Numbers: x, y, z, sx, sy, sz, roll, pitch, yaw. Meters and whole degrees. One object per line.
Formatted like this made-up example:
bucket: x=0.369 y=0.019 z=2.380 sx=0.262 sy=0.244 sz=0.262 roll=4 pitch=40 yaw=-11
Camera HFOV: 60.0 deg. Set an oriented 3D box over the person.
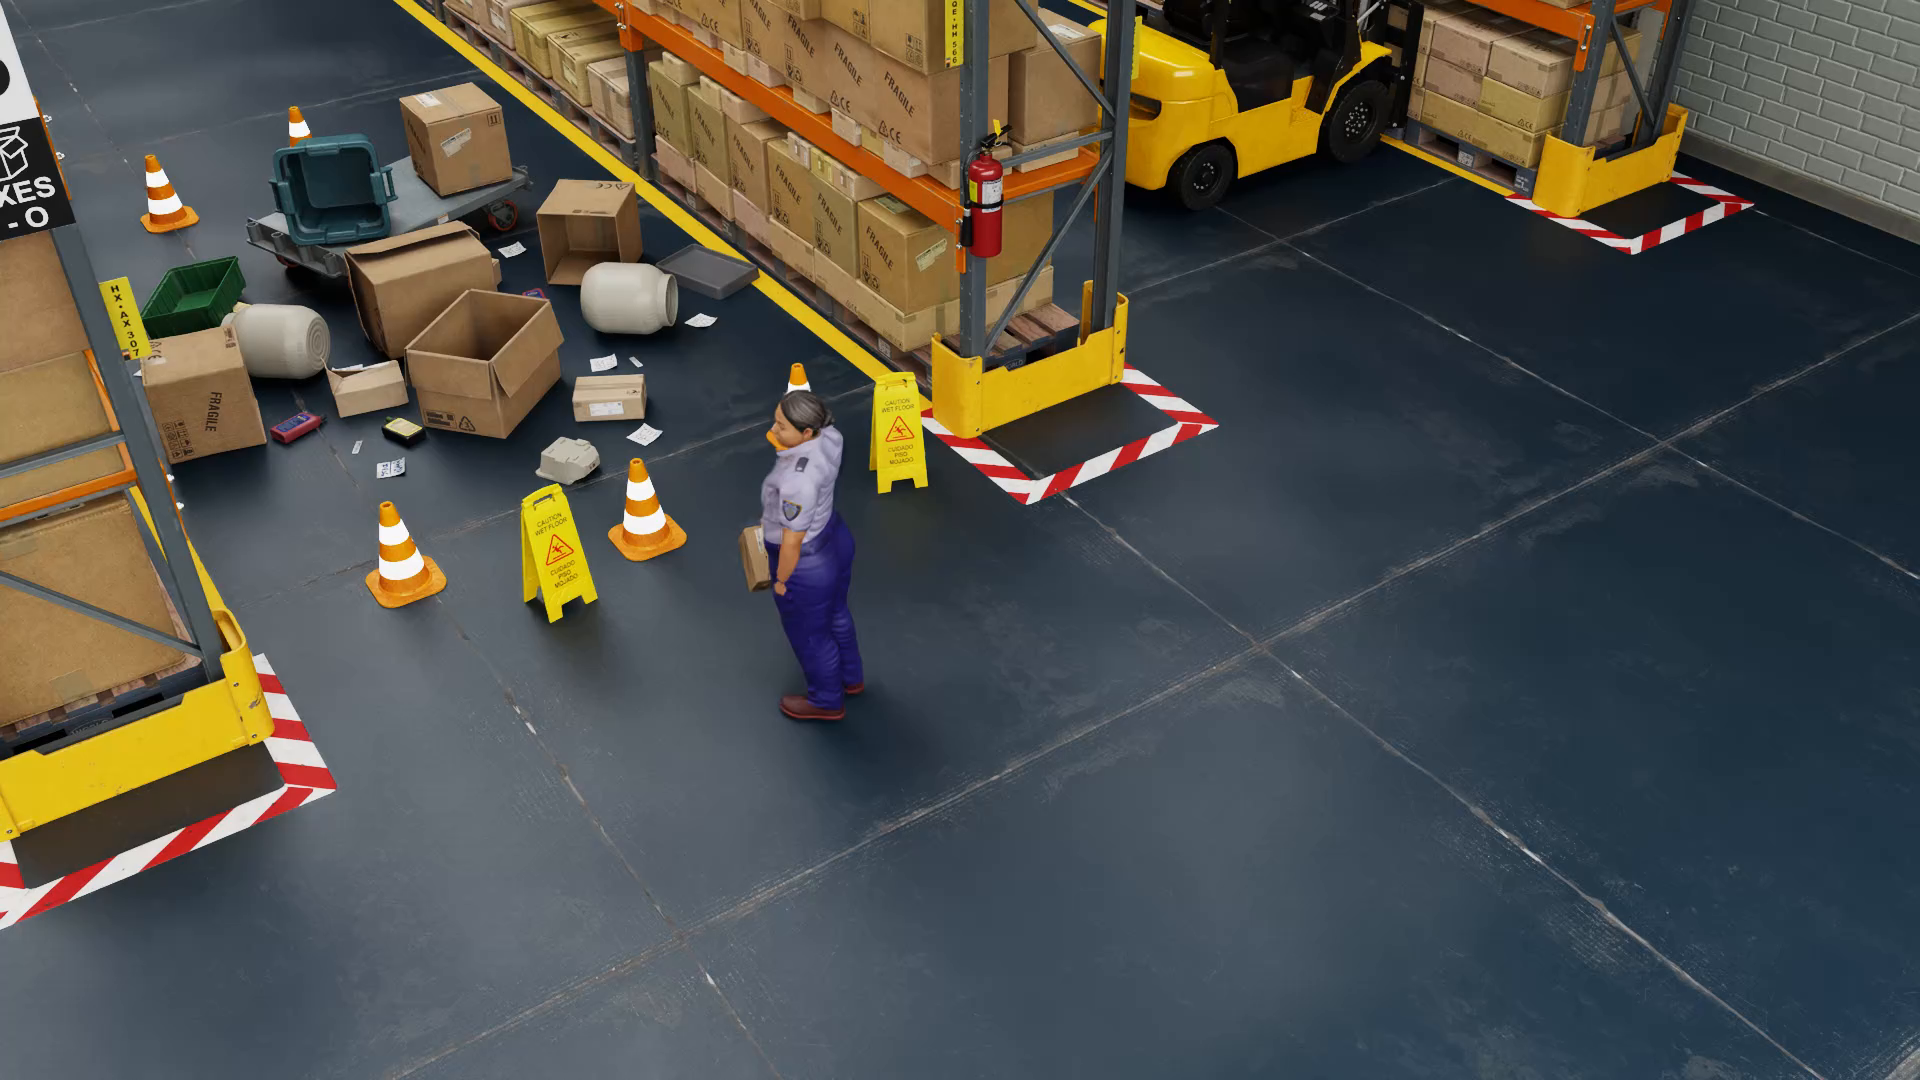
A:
person: x=-0.625 y=0.050 z=6.929 sx=0.362 sy=1.654 sz=0.604 roll=11 pitch=38 yaw=14
